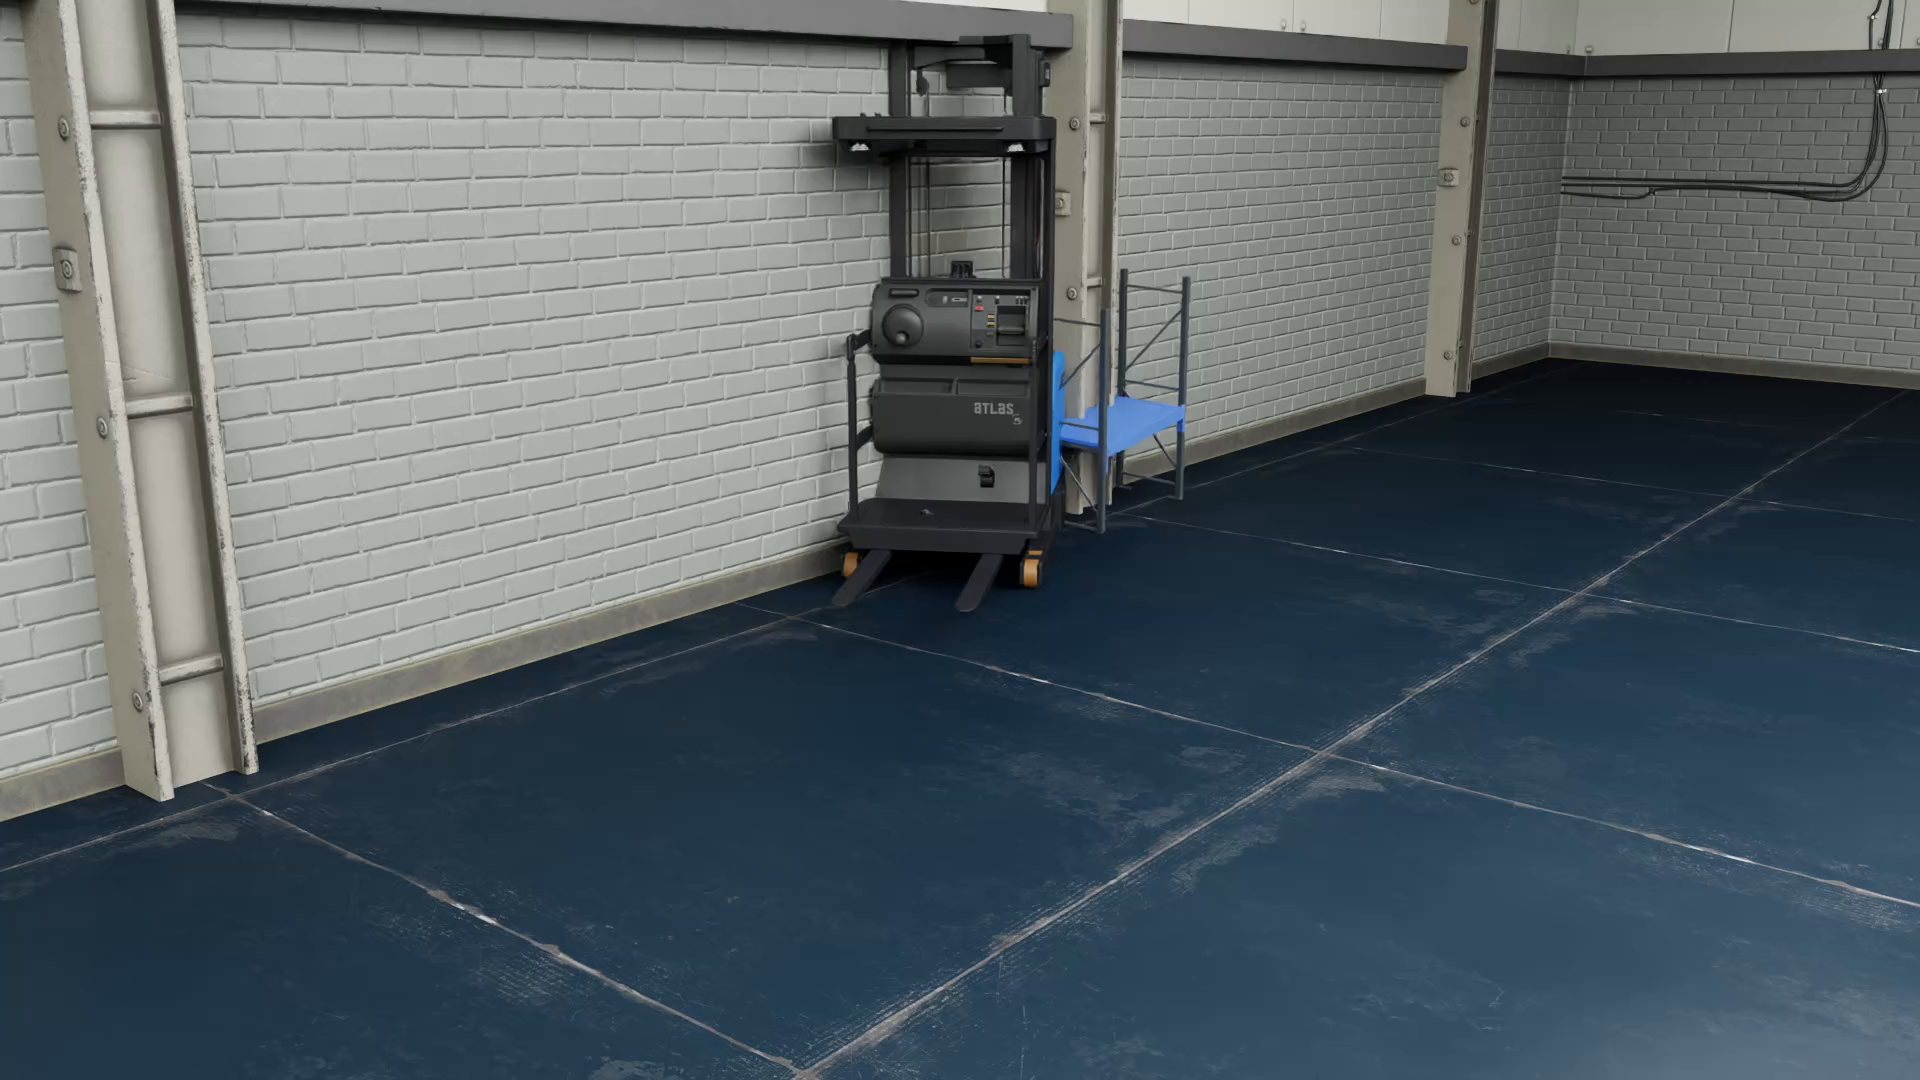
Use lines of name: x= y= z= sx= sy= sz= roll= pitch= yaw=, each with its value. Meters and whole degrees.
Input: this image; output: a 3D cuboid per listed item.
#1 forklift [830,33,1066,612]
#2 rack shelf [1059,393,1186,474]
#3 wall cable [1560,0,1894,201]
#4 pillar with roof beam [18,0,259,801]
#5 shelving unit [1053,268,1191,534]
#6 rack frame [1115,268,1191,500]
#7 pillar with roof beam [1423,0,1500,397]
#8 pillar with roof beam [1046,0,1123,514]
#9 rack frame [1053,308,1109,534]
forklift: x=-0.057 y=-1.248 z=9.082 sx=1.130 sy=2.935 sz=3.031 roll=2 pitch=14 yaw=8
rack shelf: x=0.972 y=-0.694 z=10.632 sx=0.538 sy=0.185 sz=1.000 roll=14 pitch=26 yaw=33
wall cable: x=7.422 y=-4.592 z=16.228 sx=3.097 sy=2.526 sz=0.112 roll=11 pitch=18 yaw=38
pillar with roof beam: x=0.348 y=-2.773 z=2.761 sx=9.100 sy=9.000 sz=0.400 roll=11 pitch=18 yaw=38
shelving unit: x=0.969 y=-0.861 z=10.566 sx=0.538 sy=1.500 sz=1.048 roll=14 pitch=26 yaw=33
rack frame: x=1.262 y=-1.017 z=10.951 sx=0.500 sy=1.500 sz=0.032 roll=14 pitch=26 yaw=33
pillar with roof beam: x=7.890 y=-5.071 z=11.807 sx=9.100 sy=9.000 sz=0.400 roll=11 pitch=18 yaw=38
pillar with roof beam: x=4.119 y=-3.922 z=7.284 sx=9.100 sy=9.000 sz=0.400 roll=11 pitch=18 yaw=38
rack frame: x=0.676 y=-0.706 z=10.181 sx=0.500 sy=1.500 sz=0.032 roll=14 pitch=26 yaw=33
